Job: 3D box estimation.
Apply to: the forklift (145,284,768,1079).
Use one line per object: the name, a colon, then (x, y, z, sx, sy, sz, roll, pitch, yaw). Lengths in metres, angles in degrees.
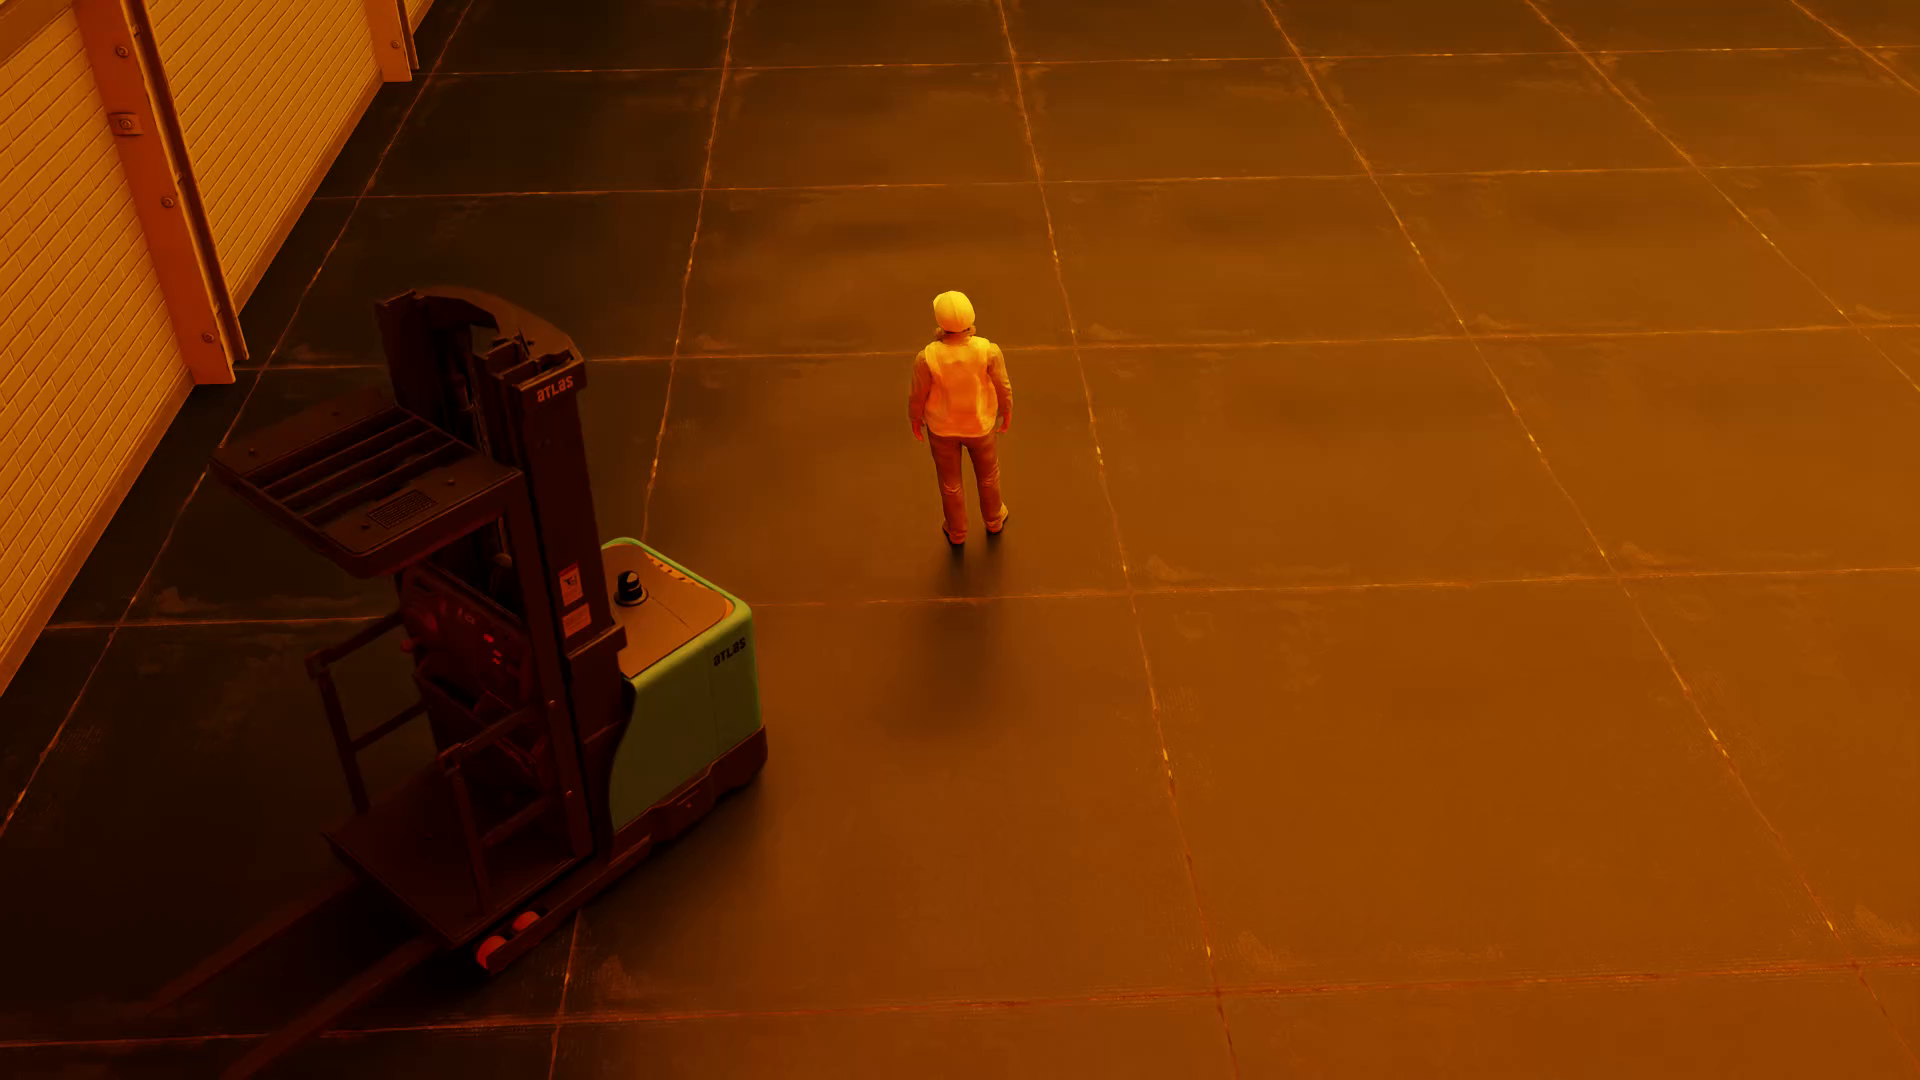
forklift: (-2.355, 0.488, 7.341, 1.130, 2.935, 3.031, 27, 44, 32)

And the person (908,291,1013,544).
person: (0.005, -0.759, 10.024, 0.632, 1.773, 0.568, -2, 36, -2)
